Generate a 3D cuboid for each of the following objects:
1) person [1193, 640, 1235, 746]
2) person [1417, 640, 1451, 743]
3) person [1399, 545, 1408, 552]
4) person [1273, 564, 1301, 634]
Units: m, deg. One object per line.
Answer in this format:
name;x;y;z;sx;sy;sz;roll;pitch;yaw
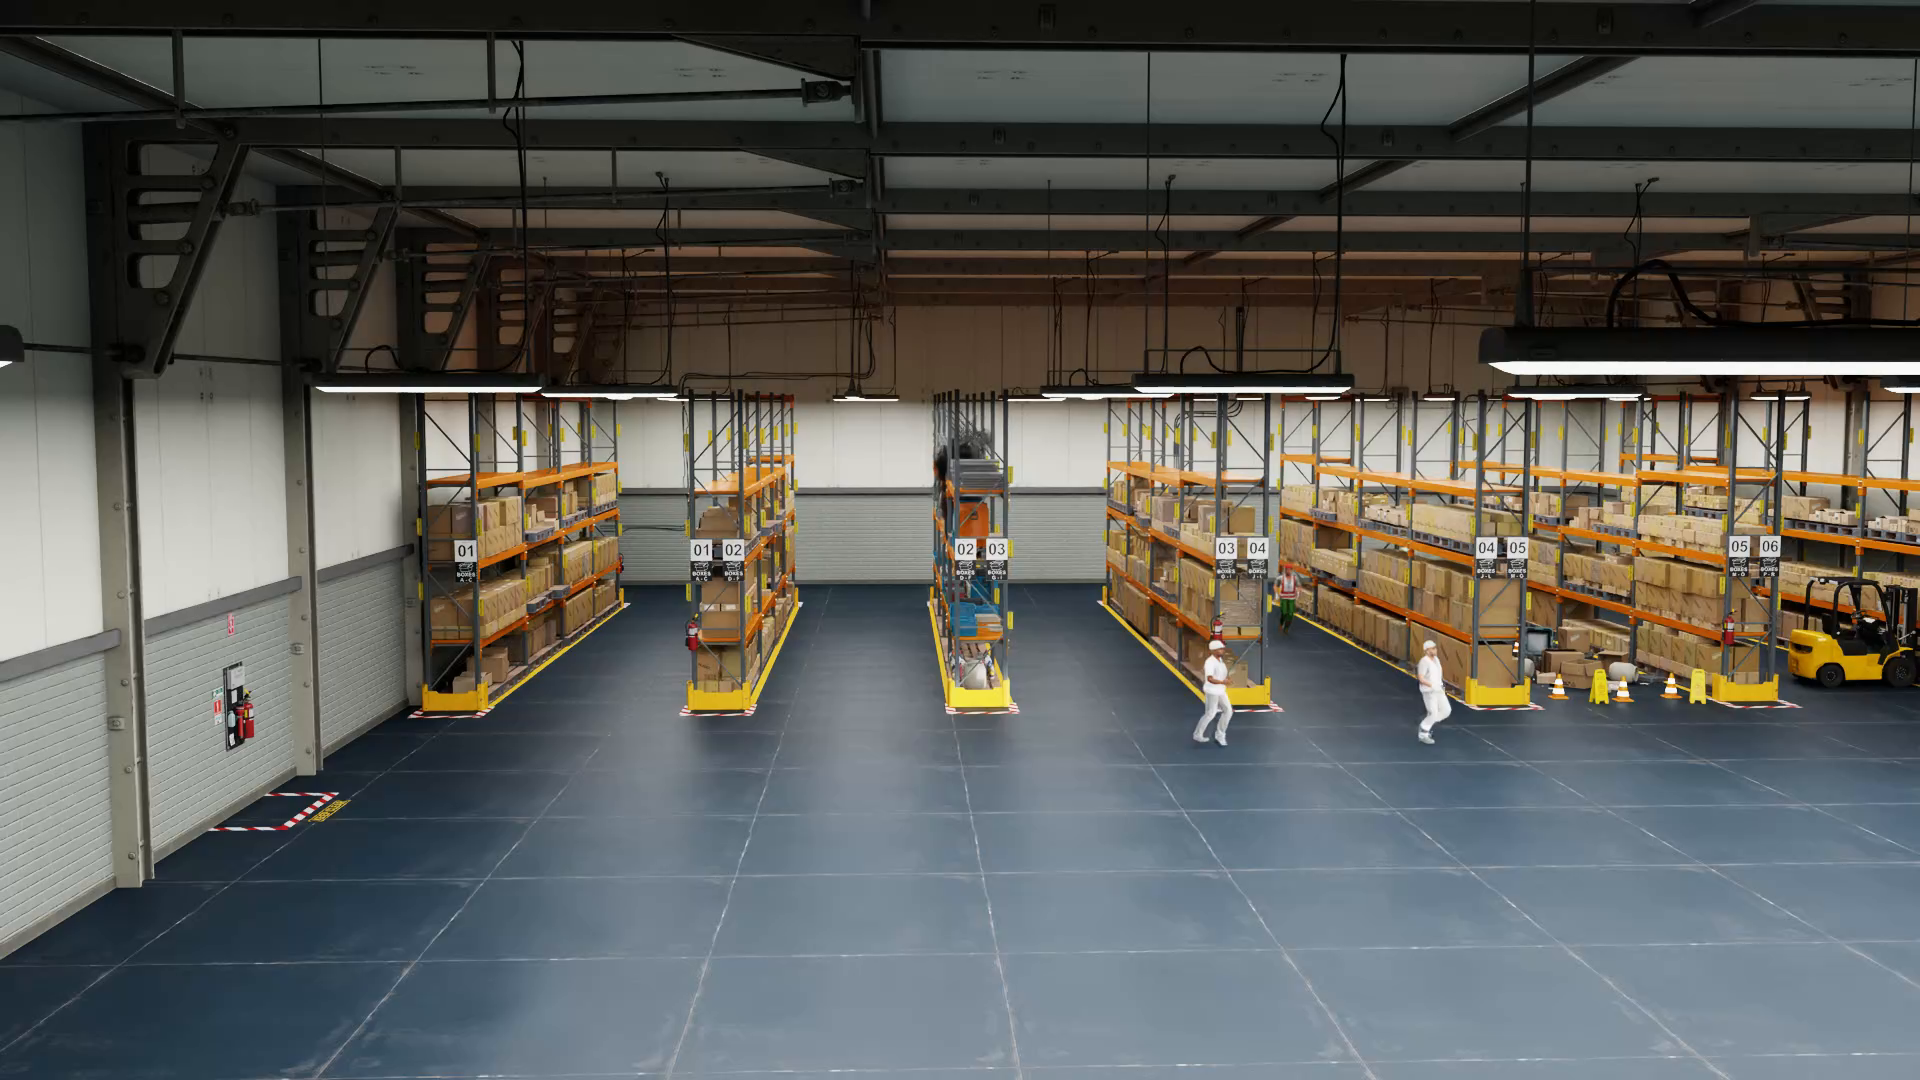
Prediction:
person;4.287;2.590;27.858;0.744;1.836;0.726;3;5;31
person;8.001;2.562;28.081;0.518;1.742;0.669;4;6;43
person;13.062;0.845;49.149;0.750;1.730;0.734;0;5;0
person;8.168;1.476;41.358;0.669;1.748;0.584;0;5;-3
